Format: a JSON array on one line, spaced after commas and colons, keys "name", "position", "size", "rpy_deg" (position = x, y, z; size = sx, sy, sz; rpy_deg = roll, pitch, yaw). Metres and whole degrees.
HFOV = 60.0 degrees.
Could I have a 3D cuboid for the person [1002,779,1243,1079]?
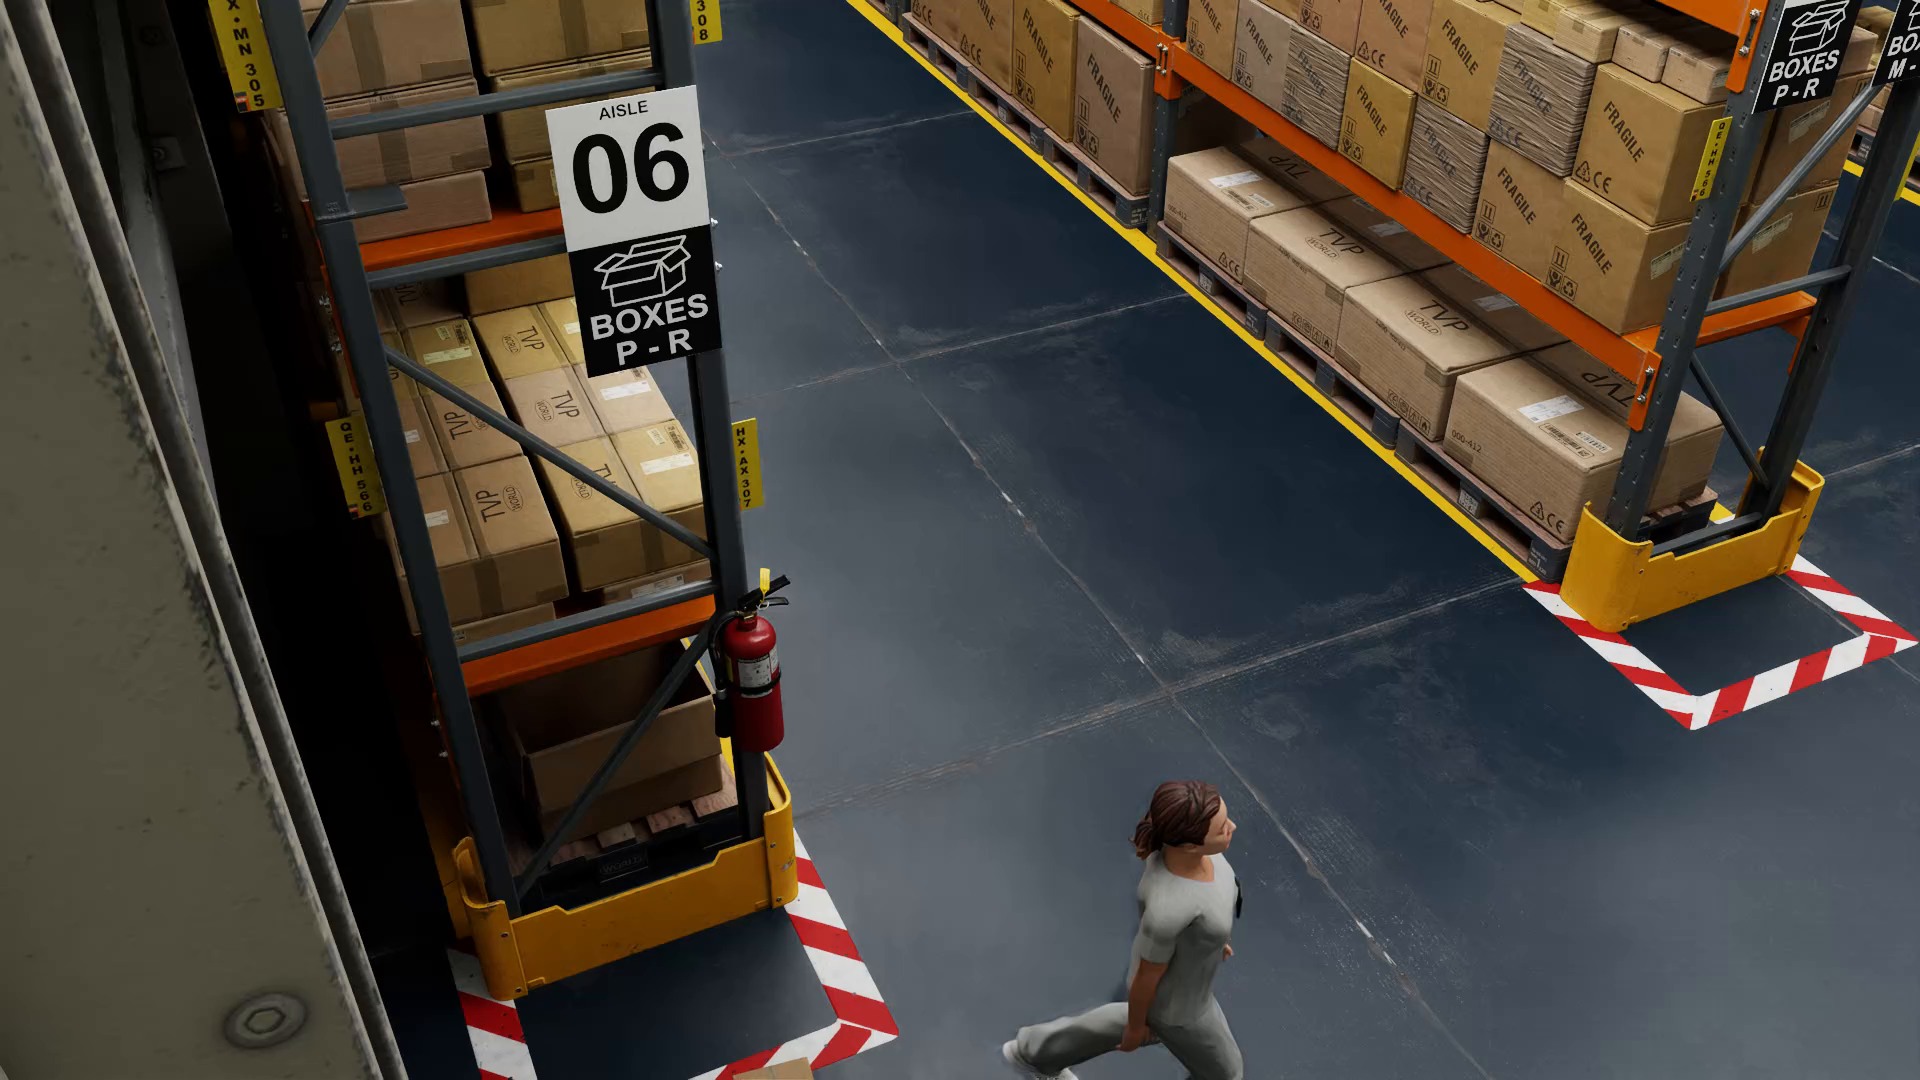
[{"name": "person", "position": [0.589, 1.289, 4.972], "size": [0.943, 1.635, 0.457], "rpy_deg": [8, 38, 10]}]
